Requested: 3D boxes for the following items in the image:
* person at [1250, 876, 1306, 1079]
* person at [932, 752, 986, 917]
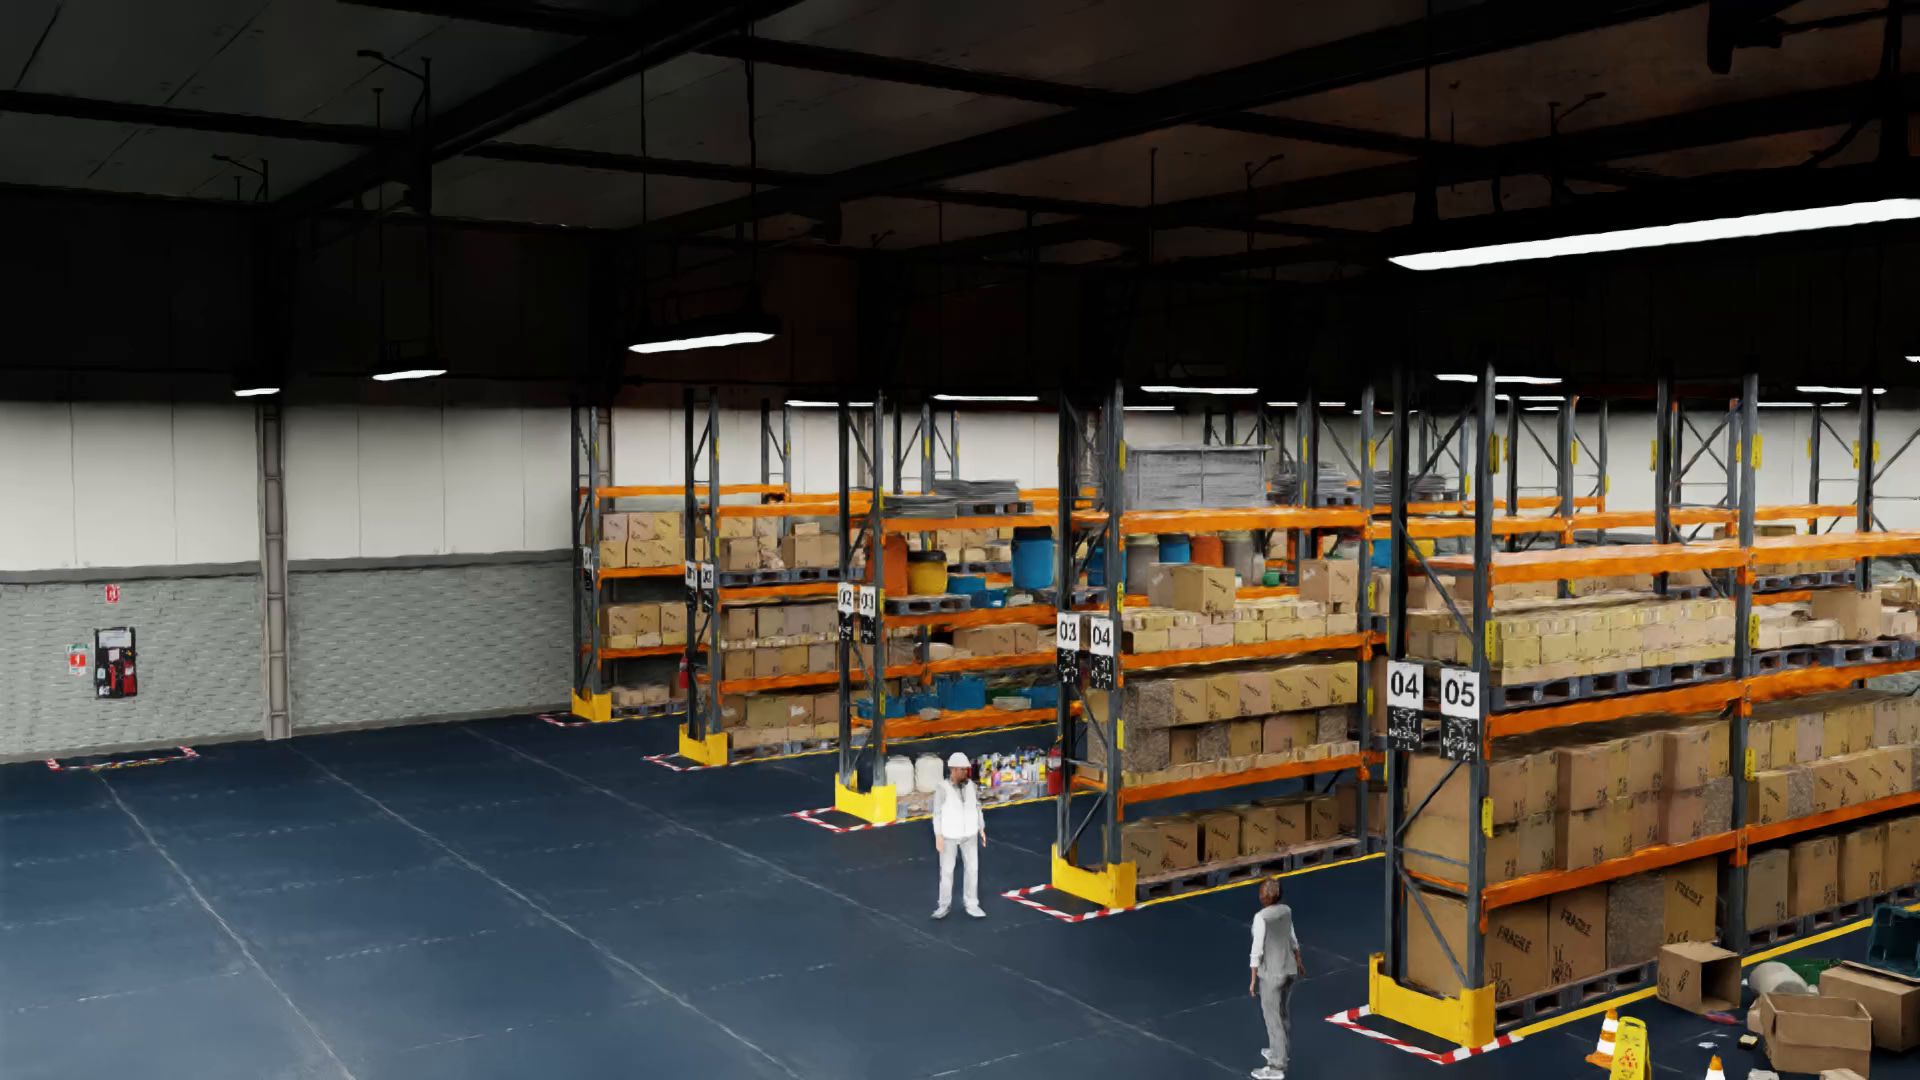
[{"bbox_3d":[2.566,3.532,13.568,0.600,1.597,0.473,-3,4,-38],"label":"person"},{"bbox_3d":[-0.007,3.179,17.979,0.611,1.780,0.400,-1,4,-20],"label":"person"}]
